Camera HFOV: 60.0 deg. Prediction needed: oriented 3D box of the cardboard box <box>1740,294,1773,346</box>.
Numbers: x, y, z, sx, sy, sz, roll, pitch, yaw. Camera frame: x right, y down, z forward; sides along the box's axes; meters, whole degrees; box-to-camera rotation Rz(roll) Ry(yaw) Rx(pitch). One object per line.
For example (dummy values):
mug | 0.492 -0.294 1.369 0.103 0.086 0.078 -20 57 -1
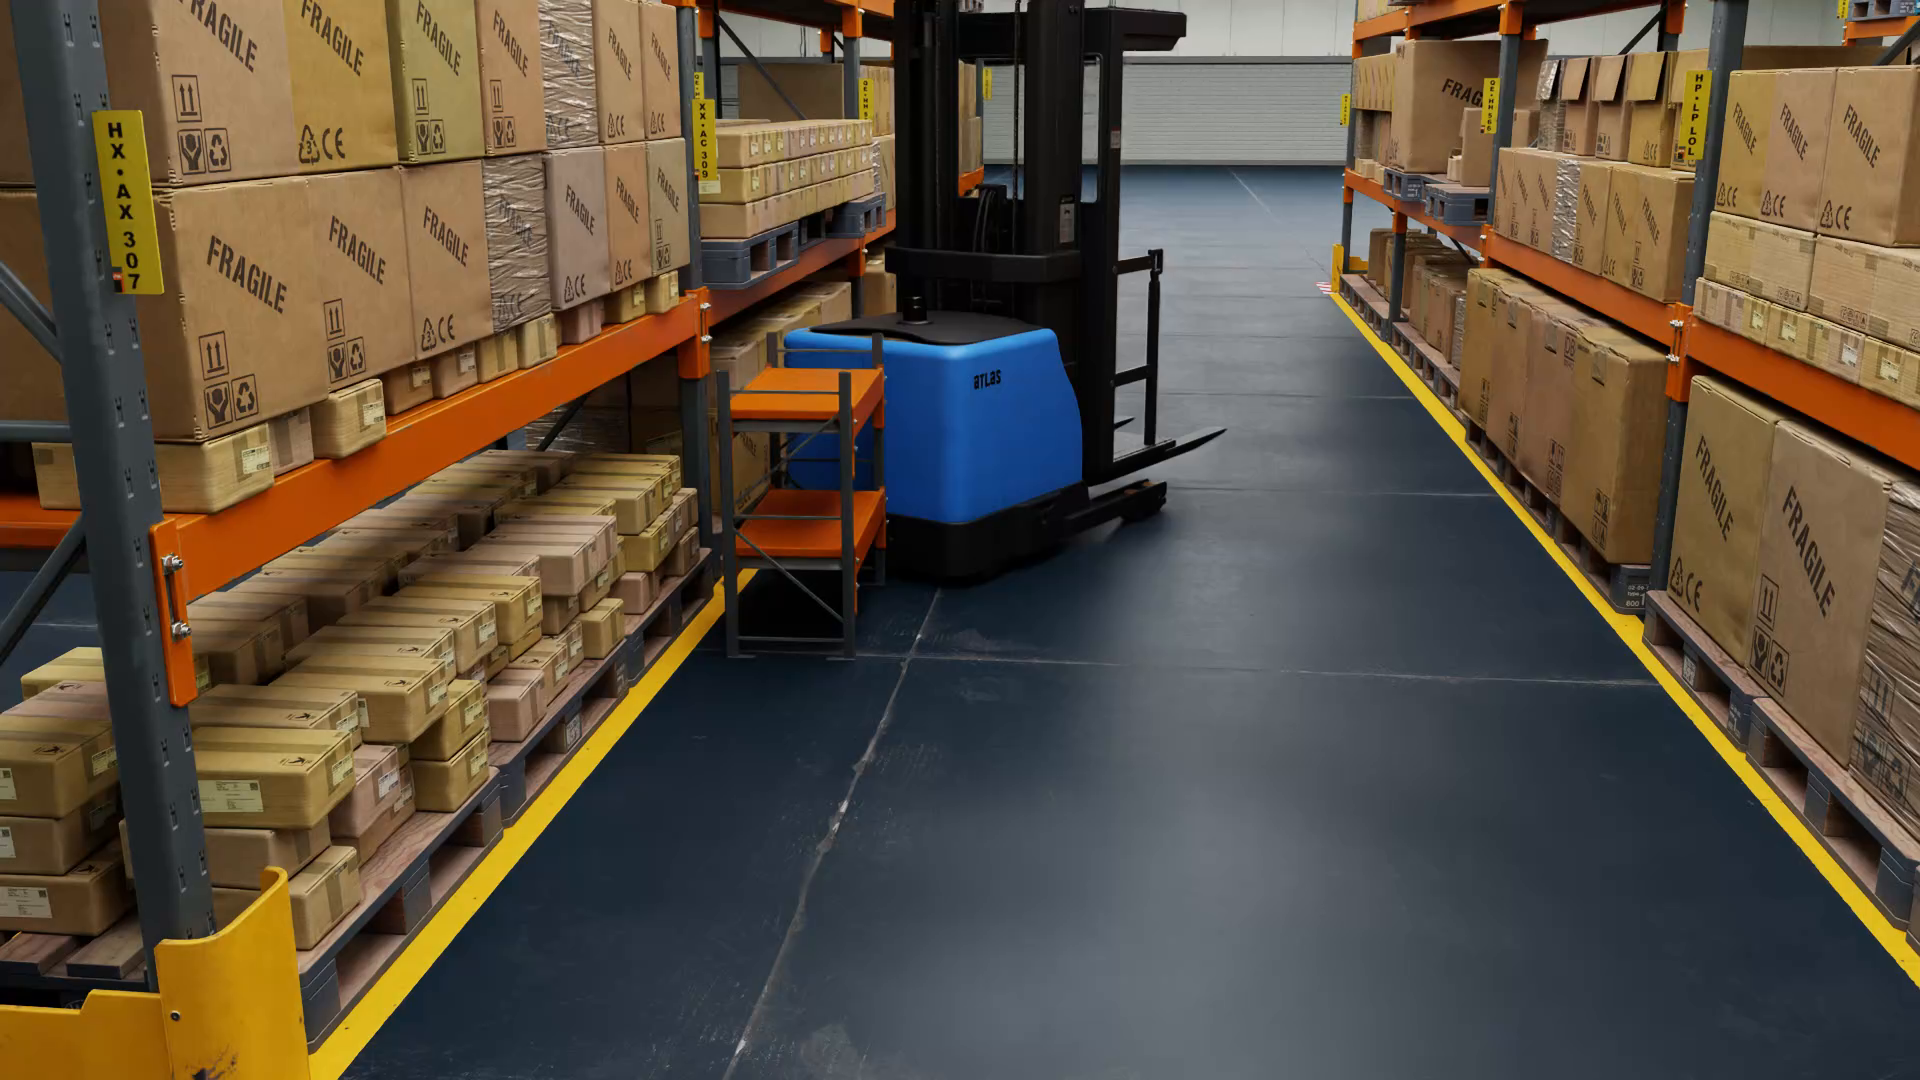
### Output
cardboard box | 2.899 -0.747 5.660 0.380 0.149 0.250 2 15 8

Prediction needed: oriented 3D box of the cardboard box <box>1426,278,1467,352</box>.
cardboard box | 3.998 -1.725 12.743 0.700 0.500 0.500 0 15 1

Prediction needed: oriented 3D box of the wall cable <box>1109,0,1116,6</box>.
wall cable | 3.385 -17.227 48.116 2.305 6.003 0.169 2 15 6

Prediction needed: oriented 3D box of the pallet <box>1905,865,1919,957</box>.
pallet | 2.883 1.102 3.682 1.003 0.211 1.213 2 15 6

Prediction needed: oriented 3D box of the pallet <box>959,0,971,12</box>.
pallet | -0.450 -5.252 16.260 1.003 0.211 1.213 2 15 6

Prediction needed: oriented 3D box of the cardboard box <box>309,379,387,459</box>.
cardboard box | -1.613 -0.295 3.988 0.380 0.149 0.250 1 15 5

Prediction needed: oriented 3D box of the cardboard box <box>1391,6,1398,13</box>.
cardboard box | 4.085 -4.783 14.646 0.500 0.250 0.500 2 15 8

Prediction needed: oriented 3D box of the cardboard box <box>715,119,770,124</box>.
cardboard box | -1.389 -2.535 10.327 0.380 0.149 0.250 2 15 6

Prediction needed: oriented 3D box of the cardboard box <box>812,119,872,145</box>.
cardboard box | -0.744 -2.509 10.233 0.380 0.149 0.250 1 15 4

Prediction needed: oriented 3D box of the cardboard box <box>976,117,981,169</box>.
cardboard box | -0.238 -4.331 18.146 0.875 0.550 0.550 2 15 6

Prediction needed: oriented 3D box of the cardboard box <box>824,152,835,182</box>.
cardboard box | -0.891 -2.030 9.031 0.380 0.149 0.250 2 15 8

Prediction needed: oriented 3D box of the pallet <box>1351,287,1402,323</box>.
pallet | 4.400 -2.293 16.238 1.003 0.211 1.213 2 15 6

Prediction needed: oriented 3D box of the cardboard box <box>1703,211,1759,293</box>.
cardboard box | 3.008 -1.029 5.938 0.500 0.250 0.500 1 15 5

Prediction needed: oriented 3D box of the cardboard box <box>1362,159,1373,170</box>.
cardboard box | 4.308 -3.802 16.957 0.380 0.149 0.250 2 15 6

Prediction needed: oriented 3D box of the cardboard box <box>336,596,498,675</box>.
cardboard box | -1.596 0.279 4.902 0.380 0.149 0.250 2 15 8

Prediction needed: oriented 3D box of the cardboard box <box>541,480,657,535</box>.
cardboard box | -1.387 -0.126 6.397 0.380 0.149 0.250 2 15 6

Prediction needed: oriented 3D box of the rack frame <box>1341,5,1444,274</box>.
rack frame | 4.676 -4.184 17.889 1.000 3.000 0.127 2 15 6

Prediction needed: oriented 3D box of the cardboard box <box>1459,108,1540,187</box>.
cardboard box | 3.758 -2.649 11.216 0.700 0.500 0.500 4 16 15

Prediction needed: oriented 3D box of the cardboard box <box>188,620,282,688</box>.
cardboard box | -2.158 0.335 4.693 0.380 0.149 0.250 1 15 4

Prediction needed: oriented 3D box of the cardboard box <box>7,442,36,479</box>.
cardboard box | -2.225 -0.242 3.790 0.380 0.149 0.250 2 15 6

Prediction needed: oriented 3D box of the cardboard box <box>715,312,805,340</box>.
cardboard box | -1.130 -1.056 8.870 0.500 0.250 0.500 2 15 8

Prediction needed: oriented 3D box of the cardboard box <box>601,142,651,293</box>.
cardboard box | -1.429 -1.167 5.972 0.500 0.500 0.500 1 15 5

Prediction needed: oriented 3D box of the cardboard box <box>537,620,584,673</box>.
cardboard box | -1.514 0.375 5.685 0.380 0.149 0.250 2 15 7

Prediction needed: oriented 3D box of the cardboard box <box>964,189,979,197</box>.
cardboard box | -0.252 -3.356 18.091 0.875 0.875 0.875 2 15 7

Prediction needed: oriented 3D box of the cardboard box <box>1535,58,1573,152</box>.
cardboard box | 3.674 -2.453 9.372 0.797 0.503 0.637 2 15 8

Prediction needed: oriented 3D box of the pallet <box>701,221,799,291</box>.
pallet | -1.365 -1.345 7.759 1.003 0.211 1.213 2 15 6

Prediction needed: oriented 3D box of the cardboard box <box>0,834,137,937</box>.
cardboard box | -2.195 0.824 4.025 0.380 0.149 0.250 2 15 7

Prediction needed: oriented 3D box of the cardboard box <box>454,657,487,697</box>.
cardboard box | -1.634 0.425 4.933 0.380 0.149 0.250 1 15 4

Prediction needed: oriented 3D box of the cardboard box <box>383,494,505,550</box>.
cardboard box | -1.917 -0.069 6.190 0.380 0.149 0.250 1 15 5

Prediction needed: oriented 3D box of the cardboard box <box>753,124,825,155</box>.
cardboard box | -0.922 -2.107 8.744 0.380 0.149 0.250 2 15 8

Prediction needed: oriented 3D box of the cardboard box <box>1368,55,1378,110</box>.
cardboard box | 4.174 -4.335 15.770 0.500 0.500 0.500 2 15 6

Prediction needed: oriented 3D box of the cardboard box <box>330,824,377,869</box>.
cardboard box | -1.721 0.770 4.225 0.380 0.149 0.250 2 15 6

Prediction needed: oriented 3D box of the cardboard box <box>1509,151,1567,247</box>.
cardboard box | 3.392 -1.906 9.271 0.500 0.500 0.500 1 15 5

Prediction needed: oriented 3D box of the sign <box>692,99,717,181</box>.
sign | -1.055 -1.648 6.852 0.100 0.325 0.005 2 15 6

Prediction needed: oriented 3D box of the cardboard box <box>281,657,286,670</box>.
cardboard box | -2.168 0.408 4.992 0.380 0.149 0.250 2 15 7

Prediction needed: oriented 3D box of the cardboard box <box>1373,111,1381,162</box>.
cardboard box | 4.550 -3.972 16.345 0.875 0.500 0.500 2 15 6

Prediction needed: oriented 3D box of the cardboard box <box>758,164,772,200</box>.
cardboard box | -1.067 -1.625 7.532 0.380 0.149 0.250 1 15 5

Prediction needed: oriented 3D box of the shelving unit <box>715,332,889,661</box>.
shelving unit | -0.618 -0.215 6.801 0.538 1.125 1.048 1 15 4

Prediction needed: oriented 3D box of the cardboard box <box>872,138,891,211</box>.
cardboard box | -0.771 -2.570 11.729 0.500 0.500 0.500 2 15 6

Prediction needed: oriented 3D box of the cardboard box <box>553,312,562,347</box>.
cardboard box | -1.542 -0.702 5.494 0.380 0.149 0.250 1 15 5

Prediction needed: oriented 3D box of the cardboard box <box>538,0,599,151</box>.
cardboard box | -1.505 -1.522 5.368 0.500 0.500 0.500 2 15 8

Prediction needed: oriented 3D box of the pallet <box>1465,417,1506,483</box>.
pallet | 3.609 -0.561 9.832 1.003 0.211 1.213 2 15 6

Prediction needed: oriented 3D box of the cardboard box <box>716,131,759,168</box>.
cardboard box | -1.094 -1.701 7.244 0.380 0.149 0.250 2 15 9

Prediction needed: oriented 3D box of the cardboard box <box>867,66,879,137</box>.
cardboard box | -0.972 -3.193 12.116 0.700 0.500 0.500 1 15 5

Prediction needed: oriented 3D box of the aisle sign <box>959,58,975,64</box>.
aisle sign | 0.065 -5.621 18.222 0.394 0.787 0.004 2 15 6

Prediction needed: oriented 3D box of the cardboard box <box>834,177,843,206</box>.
cardboard box | -0.862 -1.956 9.326 0.380 0.149 0.250 1 15 4

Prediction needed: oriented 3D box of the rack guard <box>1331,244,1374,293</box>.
rack guard | 4.667 -2.958 18.142 1.175 0.500 0.348 2 15 6

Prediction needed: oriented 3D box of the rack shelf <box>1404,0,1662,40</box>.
rack shelf | 3.998 -3.729 11.836 1.077 0.370 4.000 2 15 6

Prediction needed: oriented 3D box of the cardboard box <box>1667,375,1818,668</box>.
cardboard box | 3.167 -0.080 5.977 0.875 0.875 0.875 2 15 6

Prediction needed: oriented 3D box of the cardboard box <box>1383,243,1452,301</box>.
cardboard box | 4.358 -2.557 15.857 0.500 0.500 0.500 0 15 1

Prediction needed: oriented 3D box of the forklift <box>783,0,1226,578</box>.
forklift | 0.426 -1.577 8.377 1.130 2.935 3.031 10 18 33

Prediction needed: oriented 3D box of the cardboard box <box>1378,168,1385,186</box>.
cardboard box | 3.999 -3.286 15.047 0.380 0.149 0.250 2 15 6

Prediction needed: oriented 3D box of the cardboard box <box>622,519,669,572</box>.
cardboard box | -1.346 0.017 6.438 0.380 0.149 0.250 1 15 4

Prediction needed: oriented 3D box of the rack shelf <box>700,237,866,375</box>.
rack shelf | -1.370 -1.415 9.028 1.077 0.370 4.000 2 15 6

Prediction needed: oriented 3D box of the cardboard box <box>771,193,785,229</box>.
cardboard box | -1.036 -1.551 7.828 0.380 0.149 0.250 2 15 7
